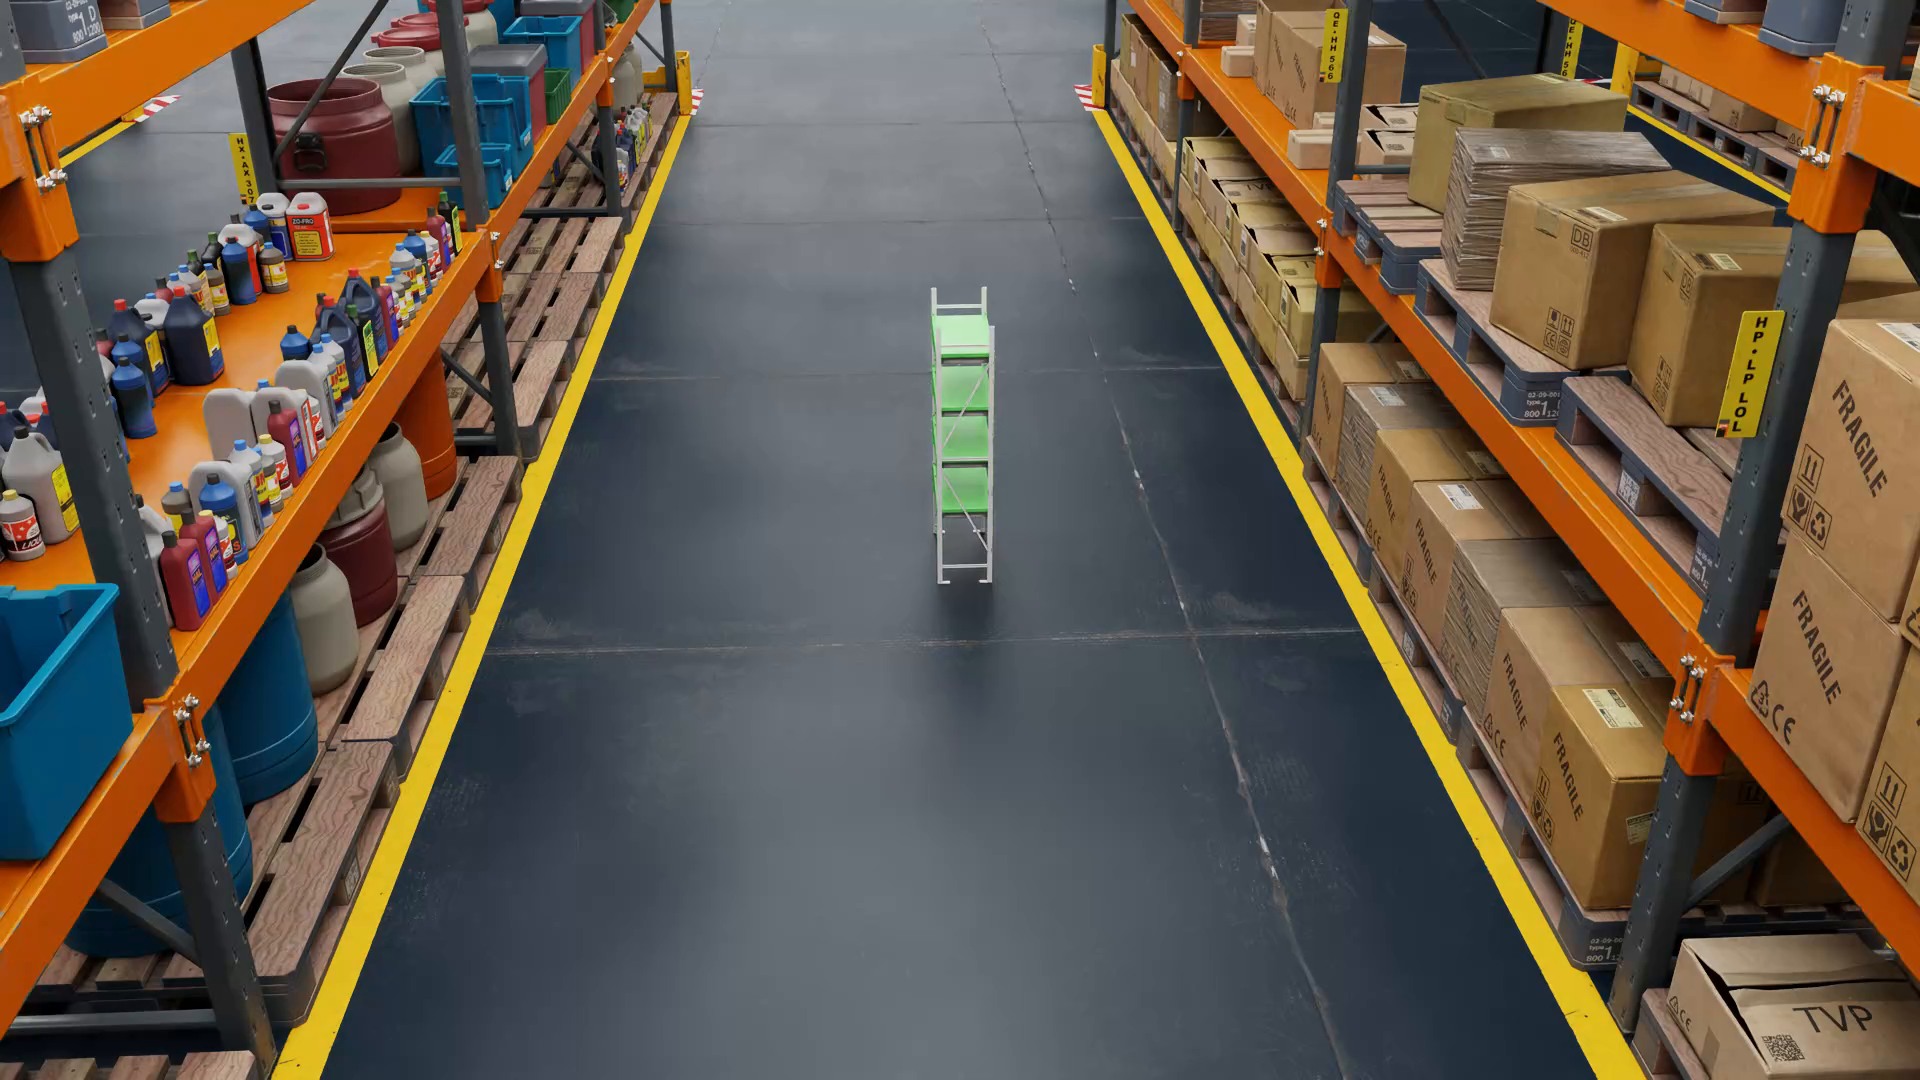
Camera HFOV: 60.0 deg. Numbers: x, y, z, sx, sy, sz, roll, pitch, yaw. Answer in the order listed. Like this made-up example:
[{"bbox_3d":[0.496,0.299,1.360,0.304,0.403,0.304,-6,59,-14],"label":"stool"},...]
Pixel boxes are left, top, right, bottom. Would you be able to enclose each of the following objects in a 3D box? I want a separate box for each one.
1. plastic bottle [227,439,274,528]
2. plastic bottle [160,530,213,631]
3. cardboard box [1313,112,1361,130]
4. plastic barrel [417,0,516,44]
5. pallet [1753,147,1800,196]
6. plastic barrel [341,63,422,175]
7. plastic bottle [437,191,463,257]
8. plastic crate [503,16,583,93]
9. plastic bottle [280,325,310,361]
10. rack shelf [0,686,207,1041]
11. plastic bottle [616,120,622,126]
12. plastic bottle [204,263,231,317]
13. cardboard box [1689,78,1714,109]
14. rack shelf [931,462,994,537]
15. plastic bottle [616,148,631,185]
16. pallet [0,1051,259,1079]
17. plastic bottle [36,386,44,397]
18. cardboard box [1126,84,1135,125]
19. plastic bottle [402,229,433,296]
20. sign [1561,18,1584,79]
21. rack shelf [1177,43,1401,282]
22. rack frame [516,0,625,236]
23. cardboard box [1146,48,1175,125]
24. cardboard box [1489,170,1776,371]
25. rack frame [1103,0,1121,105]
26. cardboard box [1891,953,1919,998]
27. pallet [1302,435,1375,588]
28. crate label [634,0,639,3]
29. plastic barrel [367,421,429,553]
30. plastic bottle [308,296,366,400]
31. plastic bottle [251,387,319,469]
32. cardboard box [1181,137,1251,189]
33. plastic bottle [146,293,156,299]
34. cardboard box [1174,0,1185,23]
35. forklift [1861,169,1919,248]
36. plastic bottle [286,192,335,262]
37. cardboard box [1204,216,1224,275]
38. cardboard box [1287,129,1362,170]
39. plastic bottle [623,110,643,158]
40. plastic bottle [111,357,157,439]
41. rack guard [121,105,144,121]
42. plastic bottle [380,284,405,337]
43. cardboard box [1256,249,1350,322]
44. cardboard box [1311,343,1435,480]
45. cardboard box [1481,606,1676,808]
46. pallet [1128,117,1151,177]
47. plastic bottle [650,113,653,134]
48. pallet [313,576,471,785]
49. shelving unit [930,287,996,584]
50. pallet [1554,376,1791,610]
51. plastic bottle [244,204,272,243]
[{"bbox_3d":[-2.128,-0.170,4.972,0.097,0.271,0.097,0,28,0],"label":"plastic bottle"},{"bbox_3d":[-2.079,0.091,4.459,0.061,0.283,0.133,-1,28,-3],"label":"plastic bottle"},{"bbox_3d":[2.129,-2.223,9.040,0.380,0.149,0.250,1,28,1],"label":"cardboard box"},{"bbox_3d":[-3.186,-3.512,10.699,0.600,0.901,0.708,-1,28,-3],"label":"plastic barrel"},{"bbox_3d":[6.919,-2.788,12.867,1.003,0.211,1.213,-1,28,-3],"label":"pallet"},{"bbox_3d":[-2.962,-2.148,8.504,0.421,0.512,0.421,0,28,0],"label":"plastic barrel"},{"bbox_3d":[-2.248,-1.400,7.317,0.061,0.283,0.133,-1,28,-3],"label":"plastic bottle"},{"bbox_3d":[-2.535,-2.967,10.212,0.392,0.384,0.575,-1,28,-3],"label":"plastic crate"},{"bbox_3d":[-2.323,-0.623,5.839,0.097,0.271,0.097,0,28,0],"label":"plastic bottle"},{"bbox_3d":[-2.382,1.461,2.483,1.077,0.370,4.000,-1,28,-3],"label":"rack shelf"},{"bbox_3d":[-2.709,-3.247,13.282,0.097,0.201,0.097,0,28,0],"label":"plastic bottle"},{"bbox_3d":[-2.985,-1.003,6.645,0.097,0.201,0.097,0,28,0],"label":"plastic bottle"},{"bbox_3d":[6.757,-3.980,14.570,0.500,0.311,0.500,1,28,2],"label":"cardboard box"},{"bbox_3d":[0.009,-0.186,7.467,0.258,0.148,0.480,-1,28,-3],"label":"rack shelf"},{"bbox_3d":[-2.527,-2.770,12.286,0.152,0.276,0.135,0,28,-1],"label":"plastic bottle"},{"bbox_3d":[-2.409,1.794,4.083,1.003,0.211,1.213,-1,28,-3],"label":"pallet"},{"bbox_3d":[-2.882,-0.364,5.339,0.152,0.276,0.135,-1,28,-3],"label":"plastic bottle"},{"bbox_3d":[1.696,-3.693,14.107,0.500,0.250,0.500,-1,28,-3],"label":"cardboard box"},{"bbox_3d":[-2.238,-1.145,6.840,0.097,0.271,0.097,0,28,0],"label":"plastic bottle"},{"bbox_3d":[2.793,-2.242,7.639,0.100,0.325,0.005,-1,28,-3],"label":"sign"},{"bbox_3d":[2.148,-2.351,9.792,1.077,0.370,4.000,-1,28,-3],"label":"rack shelf"},{"bbox_3d":[-2.904,-3.476,11.171,1.000,3.000,0.127,-1,28,-3],"label":"rack frame"},{"bbox_3d":[1.756,-3.564,13.048,0.500,0.500,0.500,-1,28,-3],"label":"cardboard box"},{"bbox_3d":[2.307,-0.944,5.754,0.700,0.500,0.500,-8,29,-16],"label":"cardboard box"},{"bbox_3d":[1.834,-5.441,14.938,1.000,3.000,0.127,-1,28,-3],"label":"rack frame"},{"bbox_3d":[2.774,1.270,4.298,0.500,0.500,0.500,-1,28,-3],"label":"cardboard box"},{"bbox_3d":[2.253,-0.164,7.837,1.003,0.211,1.213,-1,28,-3],"label":"pallet"},{"bbox_3d":[-2.746,-4.495,13.087,0.502,0.435,0.616,-1,28,-3],"label":"crate label"},{"bbox_3d":[-2.534,-0.228,7.179,0.421,0.512,0.421,0,28,0],"label":"plastic barrel"},{"bbox_3d":[-2.205,-0.681,5.865,0.144,0.351,0.185,-1,28,-3],"label":"plastic bottle"},{"bbox_3d":[-2.178,-0.377,5.363,0.152,0.276,0.135,-1,28,-3],"label":"plastic bottle"},{"bbox_3d":[1.816,-2.613,11.428,0.500,0.311,0.500,-1,28,-2],"label":"cardboard box"},{"bbox_3d":[-2.956,-0.776,6.134,0.097,0.271,0.097,0,28,0],"label":"plastic bottle"},{"bbox_3d":[1.980,-4.086,12.233,0.700,0.500,0.500,-2,28,-3],"label":"cardboard box"},{"bbox_3d":[4.817,-1.839,8.106,1.130,2.935,3.031,11,30,20],"label":"forklift"},{"bbox_3d":[-2.843,-1.370,7.267,0.152,0.276,0.135,-1,28,-3],"label":"plastic bottle"},{"bbox_3d":[1.872,-1.893,10.656,0.500,0.250,0.500,-2,28,-4],"label":"cardboard box"},{"bbox_3d":[1.929,-2.044,8.697,0.380,0.149,0.250,-1,28,-3],"label":"cardboard box"},{"bbox_3d":[-2.564,-3.163,12.959,0.144,0.351,0.185,-2,28,-3],"label":"plastic bottle"},{"bbox_3d":[-2.770,-0.481,5.568,0.097,0.271,0.097,0,28,0],"label":"plastic bottle"},{"bbox_3d":[-8.055,-4.060,14.994,1.175,0.500,0.348,-1,28,-3],"label":"rack guard"},{"bbox_3d":[-2.212,-0.889,6.426,0.097,0.201,0.097,0,28,0],"label":"plastic bottle"},{"bbox_3d":[1.945,-1.438,9.176,0.500,0.311,0.500,-2,28,-3],"label":"cardboard box"},{"bbox_3d":[1.990,-0.616,7.915,0.500,0.500,0.500,0,28,0],"label":"cardboard box"},{"bbox_3d":[2.131,0.565,5.651,0.500,0.500,0.500,-1,28,-2],"label":"cardboard box"},{"bbox_3d":[1.977,-3.290,13.830,1.003,0.211,1.213,-1,28,-3],"label":"pallet"},{"bbox_3d":[-2.579,-3.440,13.652,0.097,0.201,0.097,0,28,0],"label":"plastic bottle"},{"bbox_3d":[-2.551,0.533,6.500,1.003,0.211,1.213,-1,28,-3],"label":"pallet"},{"bbox_3d":[0.009,-0.456,7.326,0.258,1.200,0.503,-1,28,-3],"label":"shelving unit"},{"bbox_3d":[2.528,-0.186,5.070,1.003,0.211,1.213,-1,28,-3],"label":"pallet"},{"bbox_3d":[-3.016,-1.310,7.157,0.097,0.271,0.097,0,28,0],"label":"plastic bottle"}]
